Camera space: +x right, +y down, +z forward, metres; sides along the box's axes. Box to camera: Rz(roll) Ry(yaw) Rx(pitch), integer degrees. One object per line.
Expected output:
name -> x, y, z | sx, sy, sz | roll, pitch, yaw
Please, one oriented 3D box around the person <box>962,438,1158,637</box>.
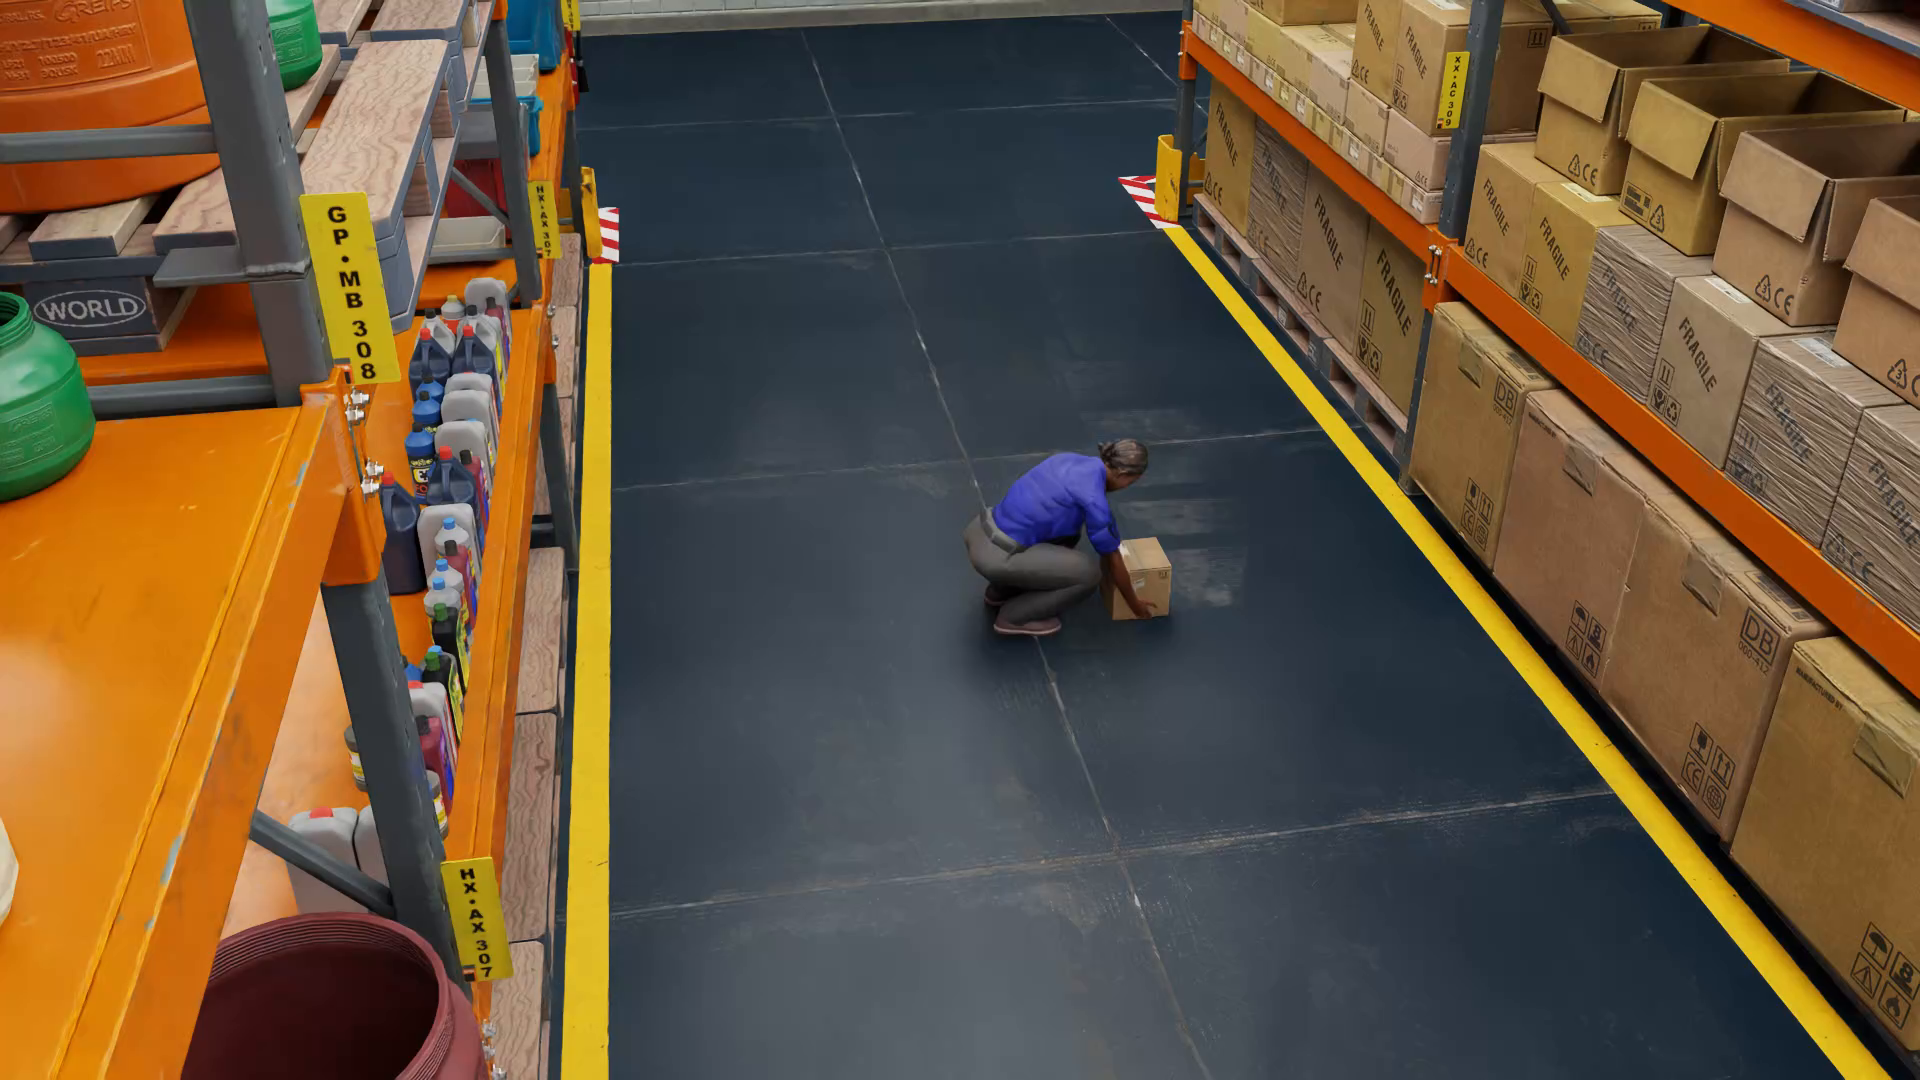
person -> 0.422, -0.018, 7.045 | 0.824, 0.809, 0.479 | -5, 31, -9
